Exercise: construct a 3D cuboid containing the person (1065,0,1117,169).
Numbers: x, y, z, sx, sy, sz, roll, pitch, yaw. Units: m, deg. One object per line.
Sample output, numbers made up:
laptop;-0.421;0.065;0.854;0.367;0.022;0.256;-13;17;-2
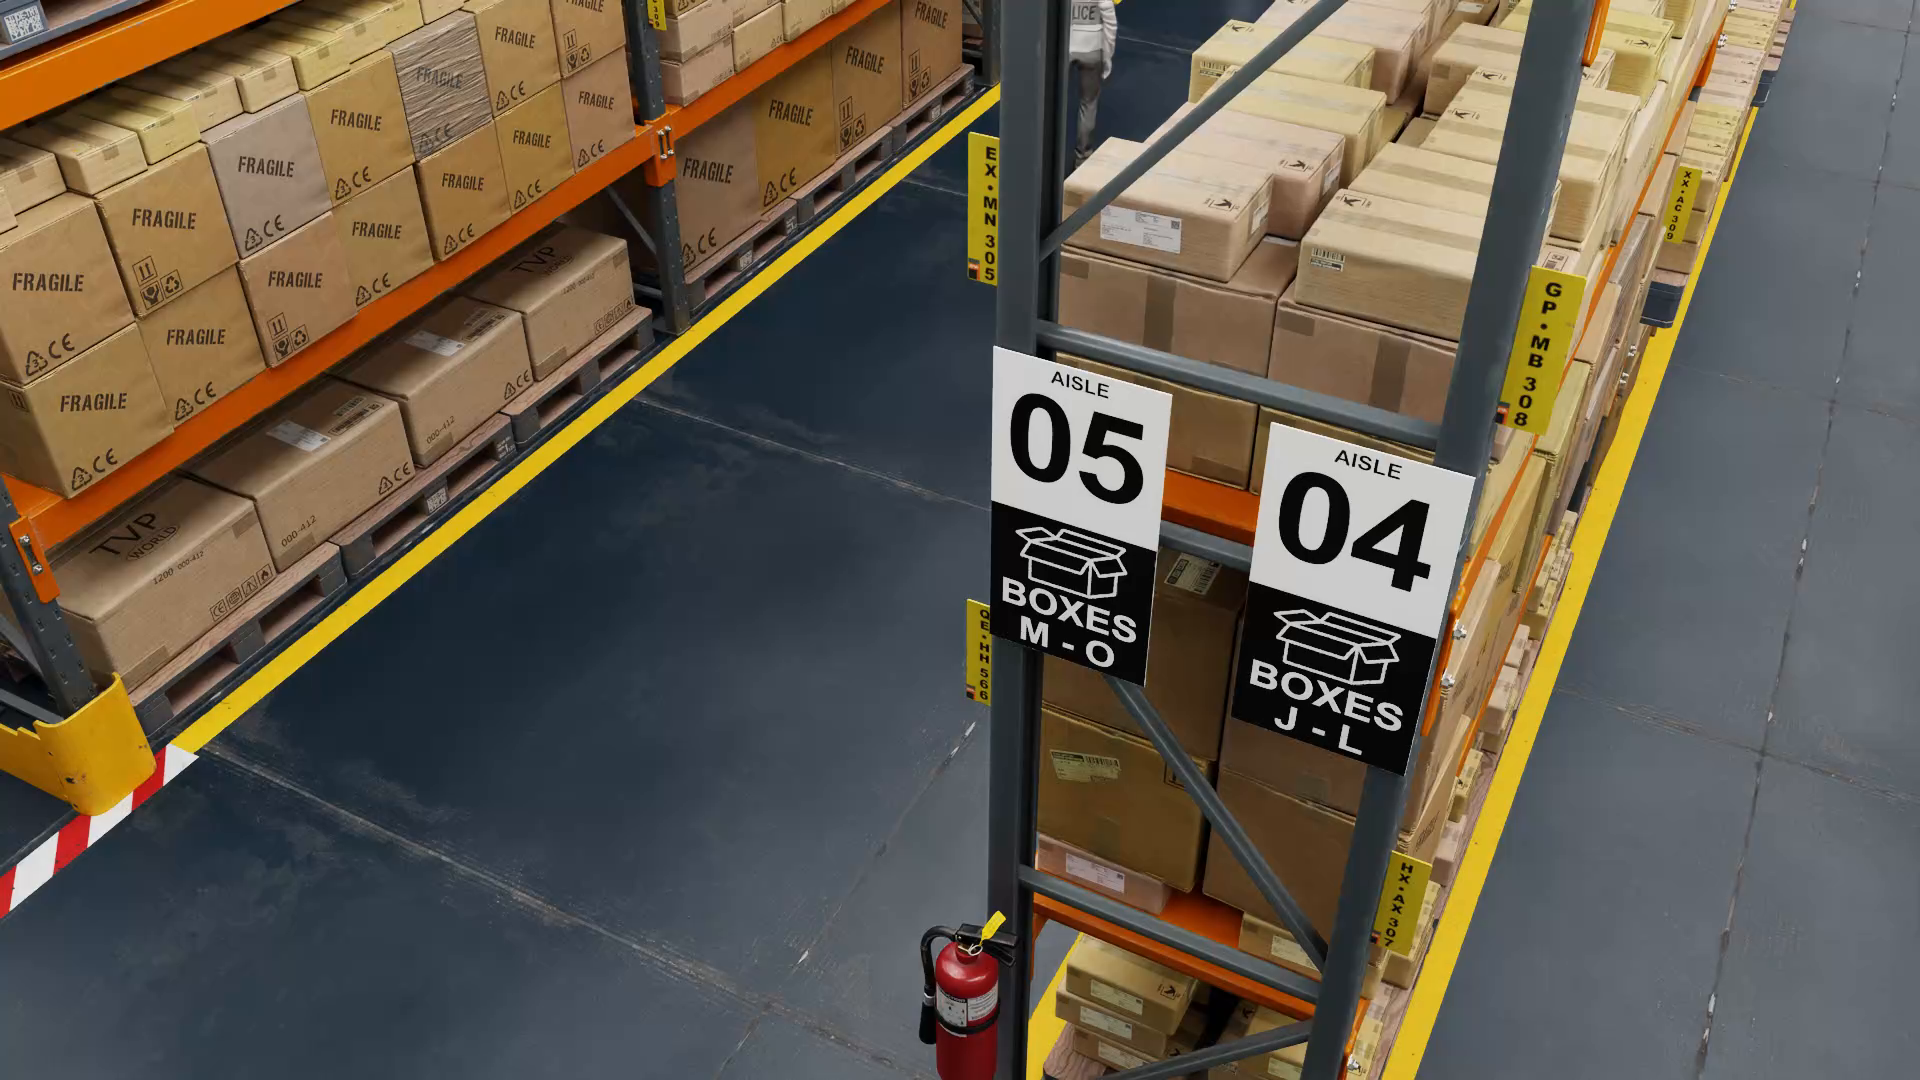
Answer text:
person;0.757;-3.143;10.714;0.504;1.660;0.548;7;39;8
